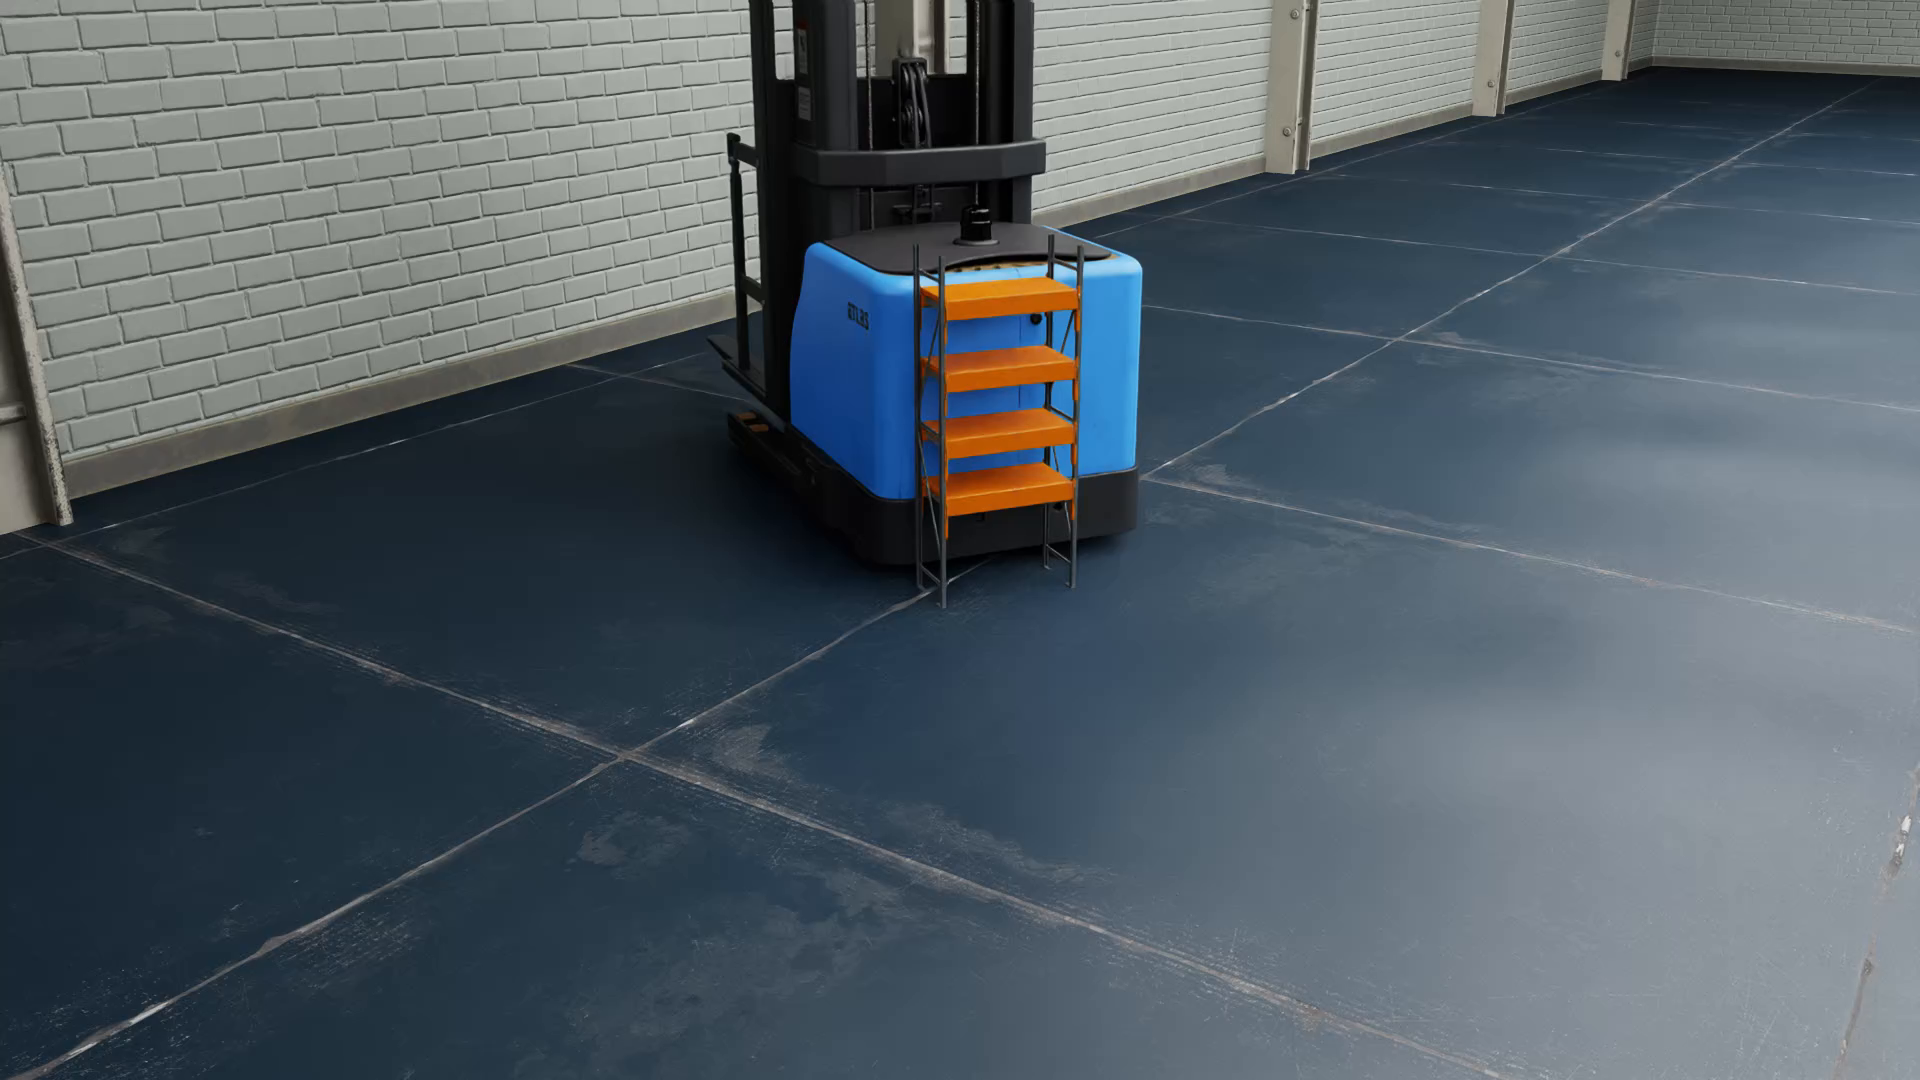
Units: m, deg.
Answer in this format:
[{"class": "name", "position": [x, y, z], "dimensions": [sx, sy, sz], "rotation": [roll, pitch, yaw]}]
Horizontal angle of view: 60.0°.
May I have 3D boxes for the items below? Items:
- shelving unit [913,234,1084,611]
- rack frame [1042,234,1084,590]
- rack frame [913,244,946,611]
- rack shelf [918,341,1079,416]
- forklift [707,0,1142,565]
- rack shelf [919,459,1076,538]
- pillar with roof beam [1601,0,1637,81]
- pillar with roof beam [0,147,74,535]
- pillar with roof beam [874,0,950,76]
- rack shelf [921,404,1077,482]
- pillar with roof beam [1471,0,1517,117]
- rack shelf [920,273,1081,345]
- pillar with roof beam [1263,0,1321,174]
[{"class": "shelving unit", "position": [0.125, -0.396, 5.605], "dimensions": [0.503, 1.200, 0.258], "rotation": [-8, 22, -21]}, {"class": "rack frame", "position": [0.349, -0.429, 5.694], "dimensions": [0.015, 1.200, 0.240], "rotation": [-8, 22, -21]}, {"class": "rack frame", "position": [-0.100, -0.363, 5.516], "dimensions": [0.015, 1.200, 0.240], "rotation": [-8, 22, -21]}, {"class": "rack shelf", "position": [0.125, -0.542, 5.551], "dimensions": [0.480, 0.148, 0.258], "rotation": [-8, 22, -21]}, {"class": "forklift", "position": [-0.378, -1.760, 6.799], "dimensions": [1.130, 2.935, 3.031], "rotation": [-8, 22, -21]}, {"class": "rack shelf", "position": [0.125, -0.147, 5.698], "dimensions": [0.480, 0.148, 0.258], "rotation": [-8, 22, -21]}, {"class": "pillar with roof beam", "position": [13.377, -10.310, 21.167], "dimensions": [9.100, 9.000, 0.400], "rotation": [13, 24, 32]}, {"class": "pillar with roof beam", "position": [-0.114, -3.424, 2.551], "dimensions": [9.100, 9.000, 0.400], "rotation": [13, 24, 32]}, {"class": "pillar with roof beam", "position": [3.258, -5.146, 7.205], "dimensions": [9.100, 9.000, 0.400], "rotation": [13, 24, 32]}, {"class": "rack shelf", "position": [0.125, -0.333, 5.629], "dimensions": [0.480, 0.148, 0.258], "rotation": [-8, 22, -21]}, {"class": "pillar with roof beam", "position": [10.004, -8.589, 16.513], "dimensions": [9.100, 9.000, 0.400], "rotation": [13, 24, 32]}, {"class": "rack shelf", "position": [0.125, -0.764, 5.469], "dimensions": [0.480, 0.148, 0.258], "rotation": [-8, 22, -21]}, {"class": "pillar with roof beam", "position": [6.631, -6.867, 11.859], "dimensions": [9.100, 9.000, 0.400], "rotation": [13, 24, 32]}]
